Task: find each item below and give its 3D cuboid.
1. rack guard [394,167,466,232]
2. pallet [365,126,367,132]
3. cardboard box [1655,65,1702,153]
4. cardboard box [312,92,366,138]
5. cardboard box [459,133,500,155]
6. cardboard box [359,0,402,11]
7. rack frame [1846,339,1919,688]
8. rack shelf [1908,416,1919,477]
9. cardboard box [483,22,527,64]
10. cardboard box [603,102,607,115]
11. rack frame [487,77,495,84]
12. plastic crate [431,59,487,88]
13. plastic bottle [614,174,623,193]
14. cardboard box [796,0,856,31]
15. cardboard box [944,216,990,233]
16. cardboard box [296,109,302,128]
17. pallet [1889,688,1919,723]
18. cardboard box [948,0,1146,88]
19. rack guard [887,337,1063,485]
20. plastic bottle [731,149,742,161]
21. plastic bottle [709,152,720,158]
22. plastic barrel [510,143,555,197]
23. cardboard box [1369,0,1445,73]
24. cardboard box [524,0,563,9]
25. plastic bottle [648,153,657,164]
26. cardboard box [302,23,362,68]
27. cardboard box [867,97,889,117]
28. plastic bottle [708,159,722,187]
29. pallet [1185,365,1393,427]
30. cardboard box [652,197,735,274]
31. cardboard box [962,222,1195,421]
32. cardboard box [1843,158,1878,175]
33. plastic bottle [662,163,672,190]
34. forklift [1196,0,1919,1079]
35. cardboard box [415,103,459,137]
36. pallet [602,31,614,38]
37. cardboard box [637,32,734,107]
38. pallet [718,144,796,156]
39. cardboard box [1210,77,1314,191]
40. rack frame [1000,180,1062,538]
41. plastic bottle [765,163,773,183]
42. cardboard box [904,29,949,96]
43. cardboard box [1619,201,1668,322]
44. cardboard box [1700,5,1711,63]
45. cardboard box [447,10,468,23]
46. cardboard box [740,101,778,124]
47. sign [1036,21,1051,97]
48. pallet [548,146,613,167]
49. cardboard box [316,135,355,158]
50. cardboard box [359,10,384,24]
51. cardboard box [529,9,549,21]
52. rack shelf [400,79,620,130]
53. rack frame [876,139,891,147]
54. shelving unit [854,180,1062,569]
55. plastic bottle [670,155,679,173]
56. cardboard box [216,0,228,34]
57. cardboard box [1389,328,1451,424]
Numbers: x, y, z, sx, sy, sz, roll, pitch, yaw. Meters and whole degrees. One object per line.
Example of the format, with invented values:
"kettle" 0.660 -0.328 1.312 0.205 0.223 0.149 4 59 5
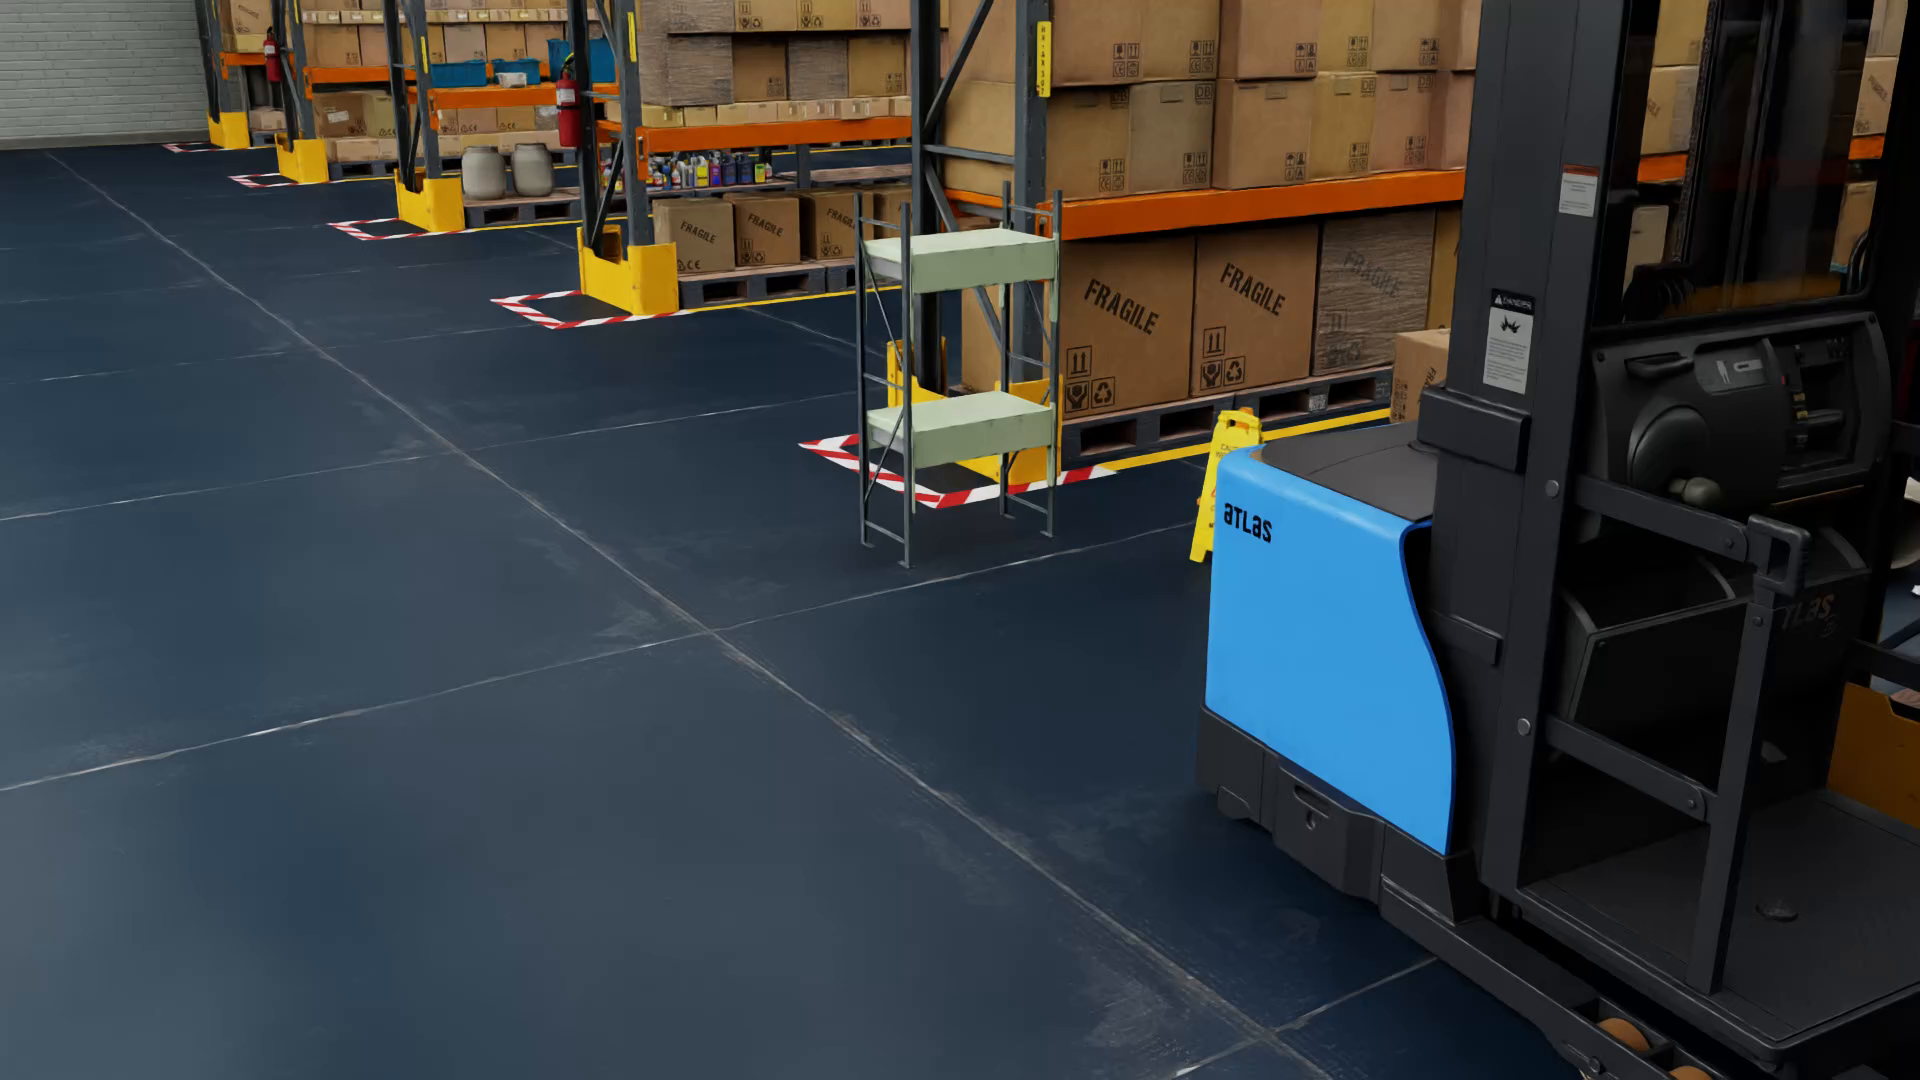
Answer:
"rack guard" -5.253 -3.378 16.456 0.348 0.500 1.175 -12 22 -31
"pallet" -8.960 -6.226 25.331 1.213 0.211 1.003 -12 22 -31
"cardboard box" 4.426 -2.729 10.476 0.500 0.500 0.500 -12 22 -31
"cardboard box" -7.727 -5.288 20.668 0.500 0.500 0.500 -12 22 -31
"cardboard box" -6.188 -5.057 21.157 0.500 0.250 0.500 -12 22 -31
"cardboard box" -7.134 -6.706 20.215 0.500 0.500 0.700 -13 22 -33
"rack frame" 2.884 -0.561 4.220 0.127 3.000 1.000 -12 22 -31
"rack shelf" 4.554 -0.572 5.377 4.000 0.370 1.077 -12 22 -31
"cardboard box" -5.896 -6.352 21.194 0.500 0.500 0.700 -12 22 -31
"cardboard box" -5.941 -7.233 27.171 0.500 0.500 0.700 -12 22 -31
"rack frame" -7.398 -7.891 25.902 0.127 3.000 1.000 -12 22 -31
"plastic crate" -5.037 -4.634 16.501 0.616 0.251 0.499 -12 22 -31
"plastic bottle" -3.518 -3.673 17.109 0.097 0.201 0.097 0 19 0
"cardboard box" -1.119 -4.072 12.424 0.500 0.500 0.500 -12 22 -31
"cardboard box" -0.056 -2.768 13.997 0.500 0.500 0.500 -5 19 -14
"cardboard box" -9.636 -6.319 24.764 0.500 0.311 0.500 -10 21 -27
"pallet" 3.645 0.613 5.101 1.213 0.211 1.003 -12 22 -31
"cardboard box" 0.408 -2.505 8.049 0.550 0.550 0.875 -12 22 -31
"rack guard" 0.057 -0.679 8.471 0.348 0.500 1.175 -12 22 -31
"plastic bottle" -2.408 -4.042 17.968 0.185 0.351 0.144 -12 22 -31
"plastic bottle" -2.712 -4.156 18.420 0.135 0.276 0.152 -11 22 -29
"plastic barrel" -4.364 -3.781 16.975 0.421 0.512 0.421 0 19 0
"cardboard box" 2.169 -2.912 9.255 0.550 0.550 0.875 -12 22 -31
"cardboard box" -5.459 -7.059 21.260 0.500 0.500 0.700 -12 22 -32
"plastic bottle" -3.365 -4.055 18.005 0.185 0.351 0.144 -12 22 -32
"cardboard box" -7.615 -5.988 20.117 0.500 0.500 0.700 -12 22 -31
"cardboard box" -0.755 -3.397 13.001 0.250 0.149 0.380 -12 22 -31
"plastic bottle" -2.603 -3.898 17.646 0.133 0.283 0.061 -10 21 -28
"pallet" 1.720 -0.921 9.640 1.213 0.211 1.003 -12 22 -31
"cardboard box" -2.036 -2.332 12.706 0.500 0.500 0.500 -8 20 -21
"cardboard box" 0.607 -1.197 8.762 0.875 0.875 0.875 -12 22 -31
"cardboard box" 7.185 -2.837 13.028 0.500 0.250 0.500 -13 22 -33
"plastic bottle" -3.066 -3.802 17.380 0.097 0.271 0.097 0 19 0
"forklift" 1.834 -0.279 3.493 1.130 2.935 3.031 -10 21 -26
"cardboard box" -6.614 -5.329 20.789 0.500 0.500 0.500 -12 22 -31
"pallet" -5.689 -8.145 26.953 1.213 0.211 1.003 -12 22 -31
"cardboard box" -2.092 -3.489 12.262 0.500 0.500 0.875 -12 22 -31
"pallet" -3.057 -5.602 23.485 1.213 0.211 1.003 -12 22 -31
"cardboard box" 1.346 -2.183 8.785 0.550 0.550 0.875 -12 22 -31
"rack frame" 0.300 -0.774 7.192 0.023 1.500 0.400 -12 22 -31
"plastic bottle" -2.081 -3.976 18.005 0.097 0.201 0.097 0 19 0
"cardboard box" -0.435 -3.848 13.323 0.500 0.500 0.875 -12 22 -31
"cardboard box" 3.887 -1.838 10.855 0.750 0.750 1.050 -12 22 -32
"cardboard box" 4.680 -3.362 10.787 0.500 0.500 0.700 -12 22 -31
"cardboard box" -6.281 -6.499 20.615 0.250 0.149 0.380 -12 22 -31
"cardboard box" -1.564 -3.207 12.441 0.250 0.149 0.380 -12 22 -31
"sign" 0.377 -2.165 7.490 0.005 0.325 0.100 -12 22 -31
"pallet" -5.358 -5.117 22.050 1.213 0.211 1.003 -12 22 -31
"cardboard box" -7.726 -4.932 20.787 0.500 0.250 0.500 -12 22 -31
"cardboard box" -7.137 -6.319 20.083 0.250 0.149 0.380 -12 22 -31
"cardboard box" -5.424 -6.680 21.150 0.250 0.149 0.380 -12 22 -32
"rack shelf" -3.620 -4.548 17.137 4.000 0.370 1.077 -12 22 -31
"rack frame" -1.330 -7.271 24.068 0.127 3.000 1.000 -12 22 -31
"shelving unit" -0.006 -0.709 7.001 0.755 1.500 0.431 -12 22 -31
"plastic bottle" -3.112 -4.056 18.133 0.097 0.271 0.097 0 19 0
"cardboard box" -10.462 -7.620 24.132 0.500 0.500 0.500 -12 22 -32
"cardboard box" 2.686 -0.841 8.947 0.500 0.500 0.500 -8 20 -22
